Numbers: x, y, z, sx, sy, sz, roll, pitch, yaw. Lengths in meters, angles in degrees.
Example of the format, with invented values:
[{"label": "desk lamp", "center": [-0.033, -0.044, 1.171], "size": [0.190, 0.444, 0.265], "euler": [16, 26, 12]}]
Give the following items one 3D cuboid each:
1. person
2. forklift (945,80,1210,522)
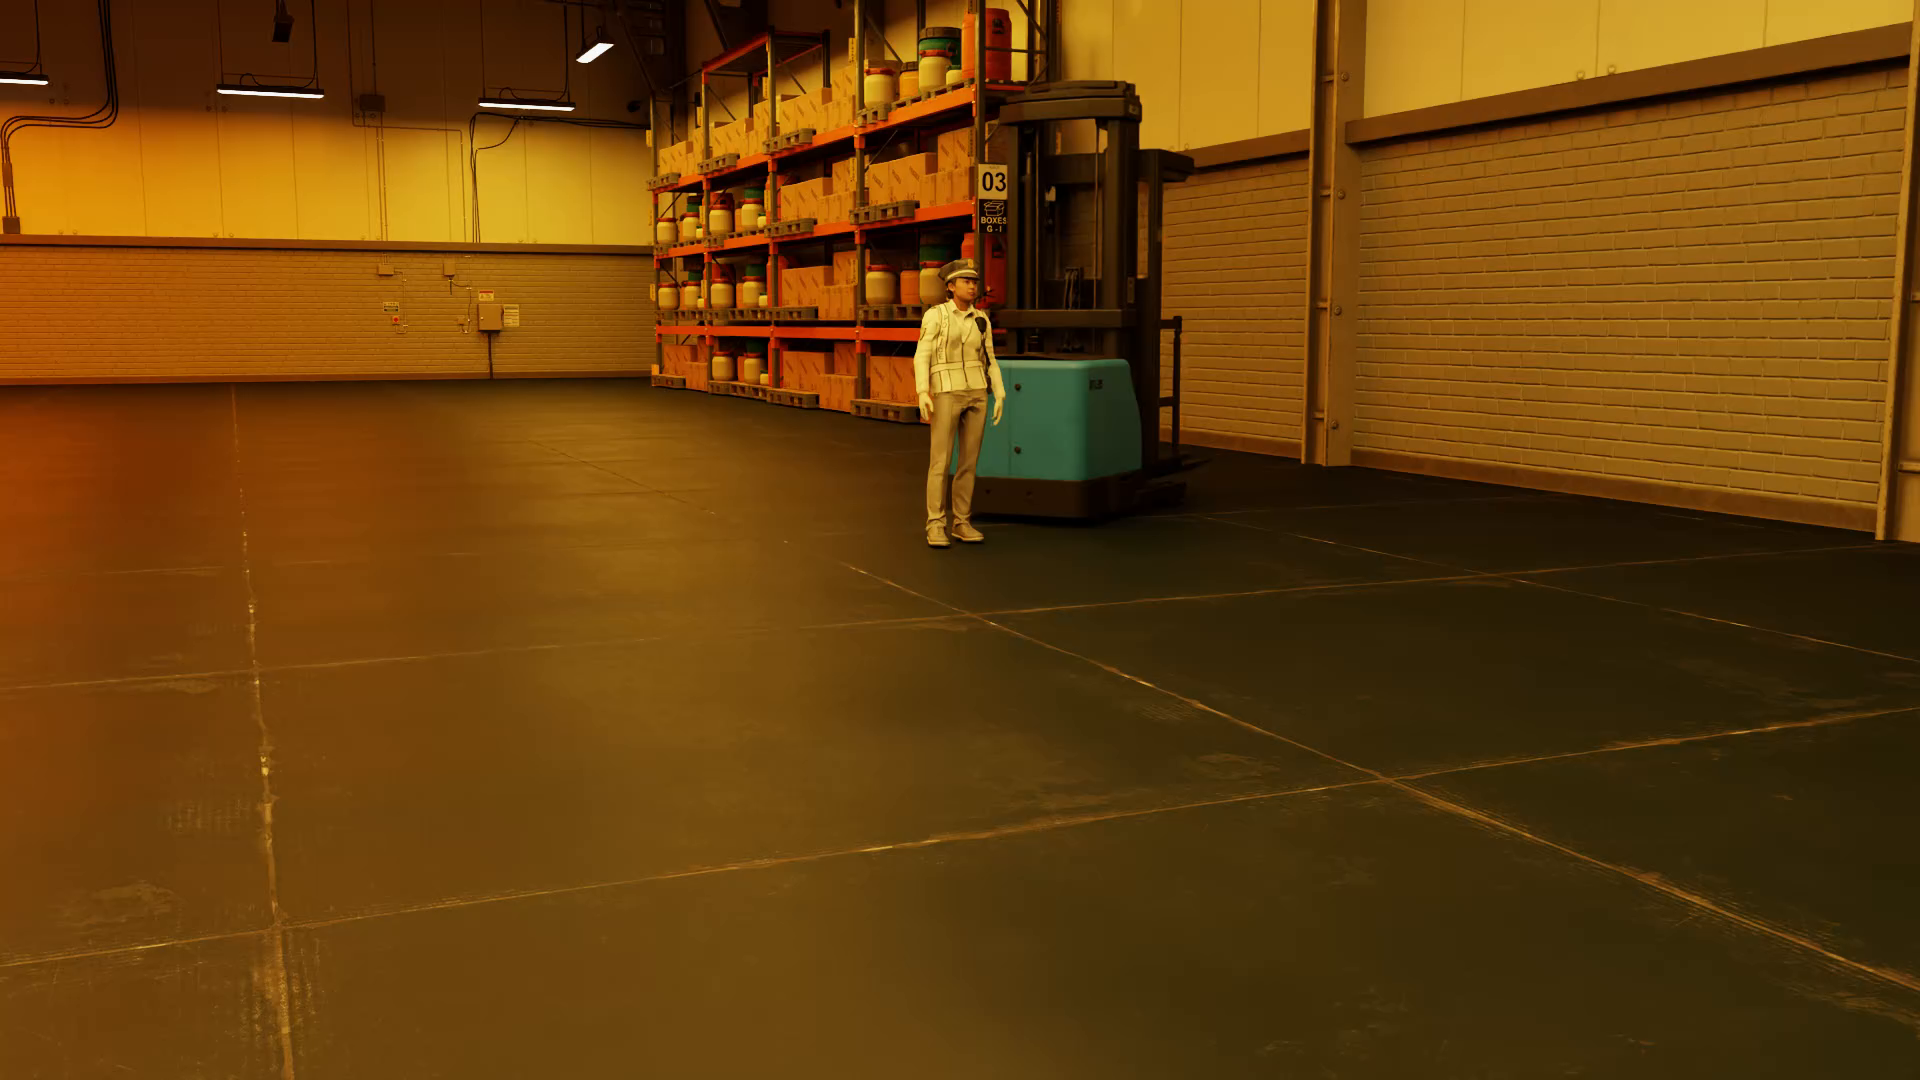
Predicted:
[{"label": "person", "center": [0.022, -0.838, 9.977], "size": [0.587, 1.694, 0.529], "euler": [-3, 8, -23]}, {"label": "forklift", "center": [1.015, -1.723, 12.012], "size": [1.130, 2.935, 3.031], "euler": [4, 8, 27]}]
